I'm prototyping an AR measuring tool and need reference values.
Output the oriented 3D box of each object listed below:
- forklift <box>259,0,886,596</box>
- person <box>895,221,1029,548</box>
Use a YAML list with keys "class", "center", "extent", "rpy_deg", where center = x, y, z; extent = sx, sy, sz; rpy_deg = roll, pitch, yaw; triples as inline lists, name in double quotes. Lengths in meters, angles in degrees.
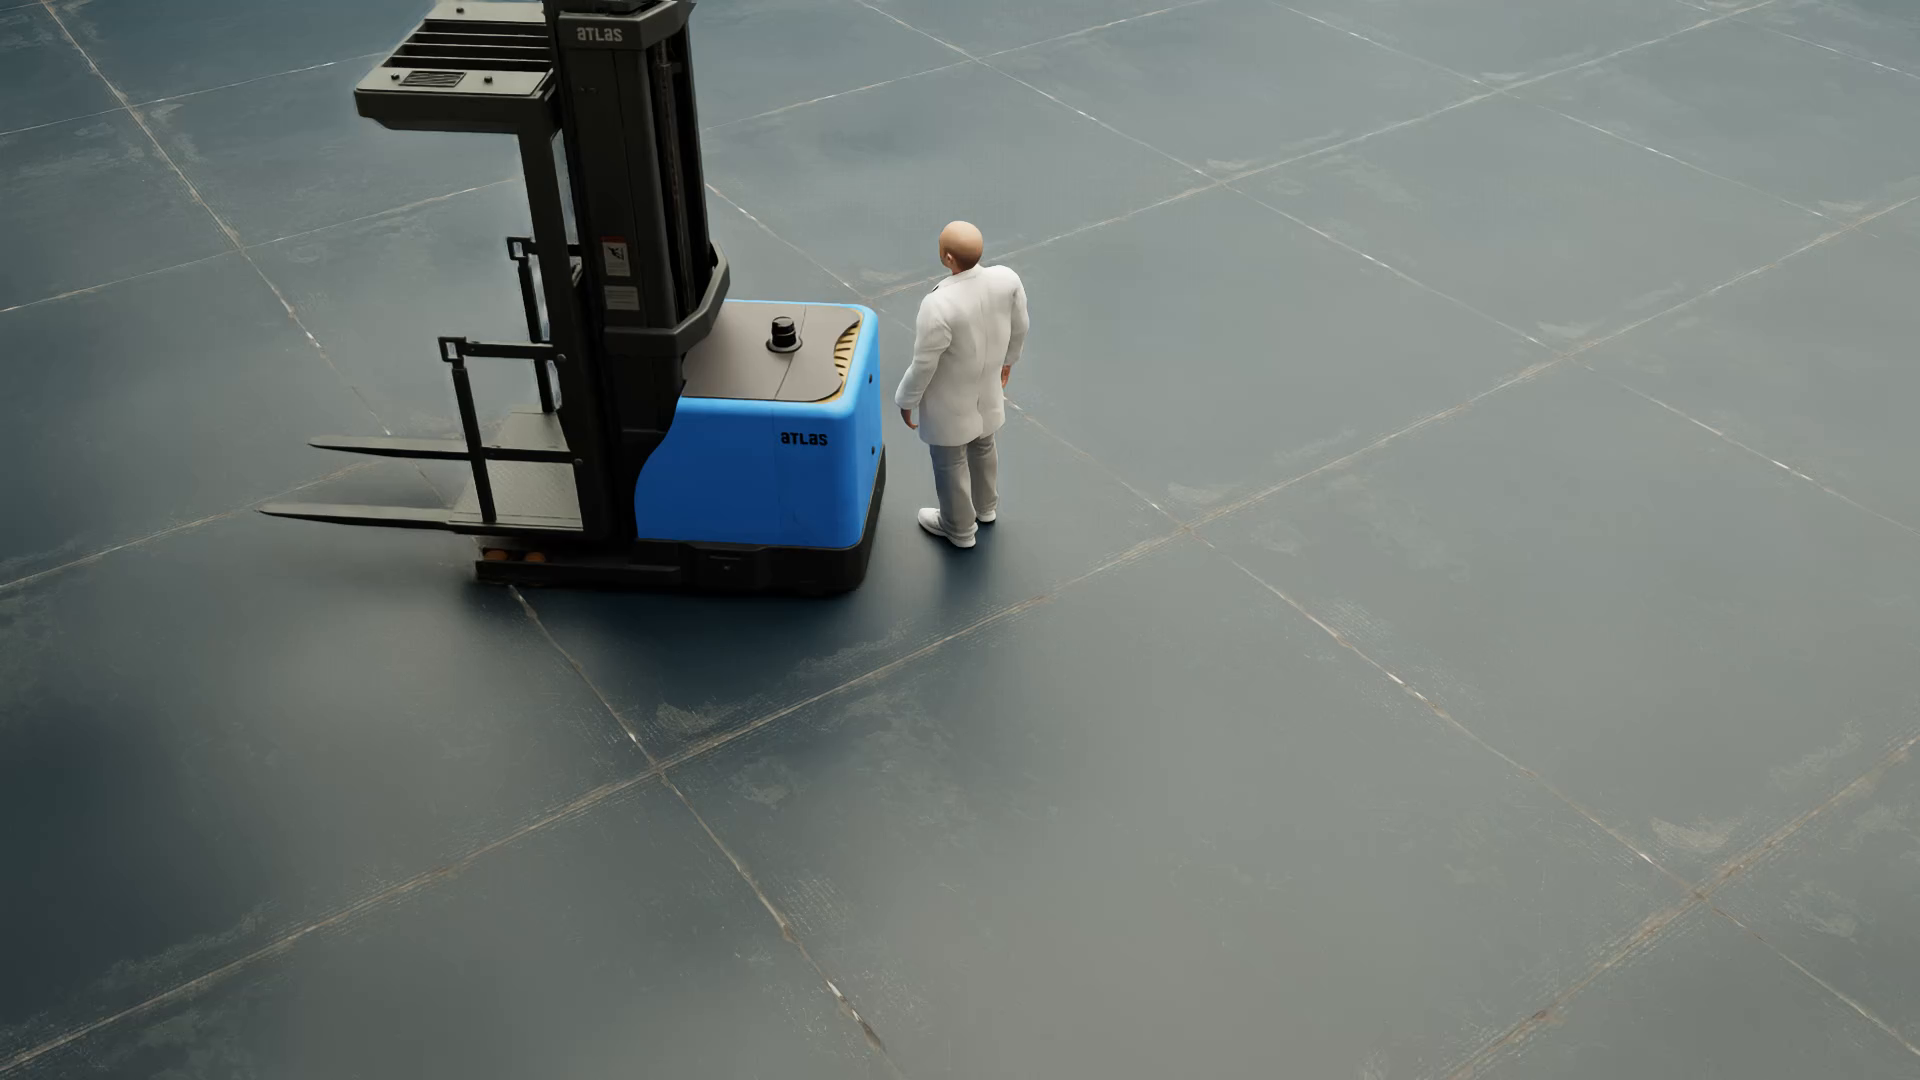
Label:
- class: "forklift"
  center: [-1.935, -1.263, 7.652]
  extent: [3.031, 2.935, 1.130]
  rpy_deg: [3, 37, 4]
- class: "person"
  center: [-0.048, -0.766, 7.939]
  extent: [0.696, 1.776, 0.581]
  rpy_deg: [-23, 42, -28]
